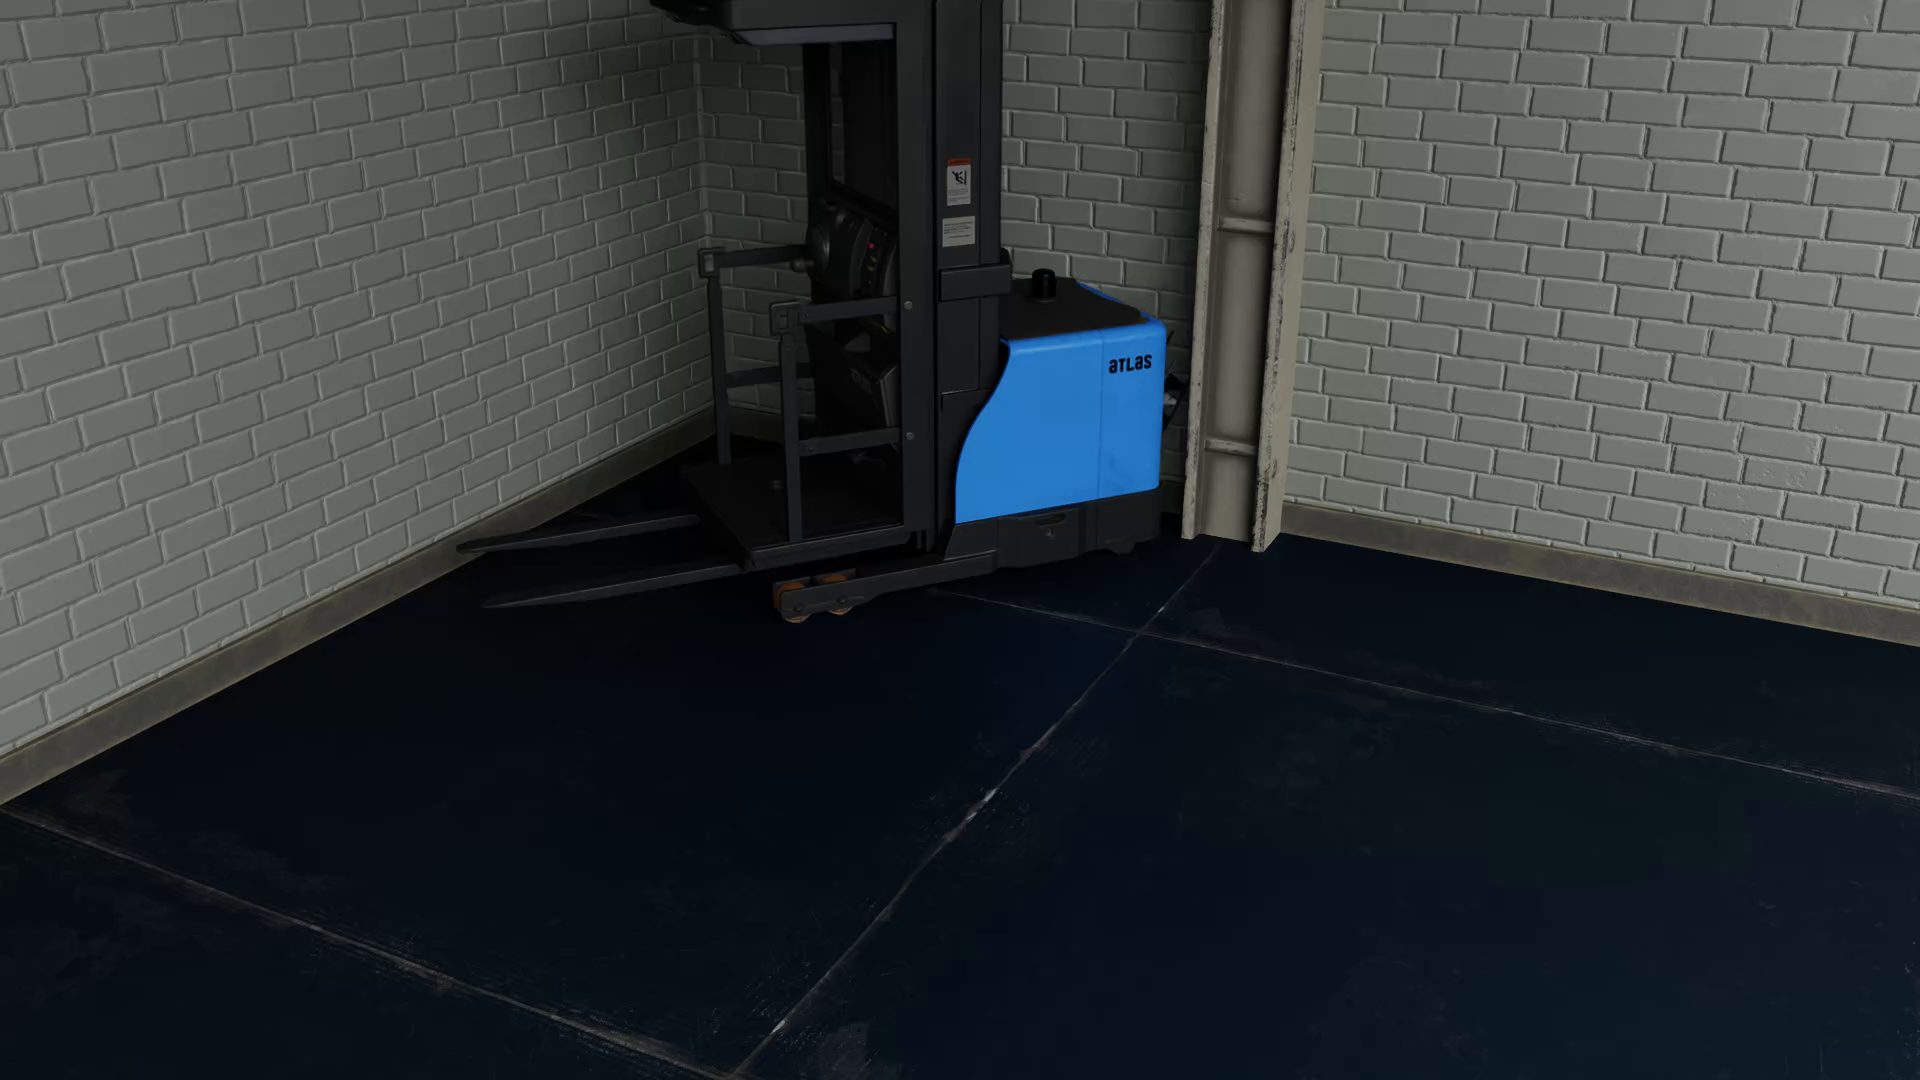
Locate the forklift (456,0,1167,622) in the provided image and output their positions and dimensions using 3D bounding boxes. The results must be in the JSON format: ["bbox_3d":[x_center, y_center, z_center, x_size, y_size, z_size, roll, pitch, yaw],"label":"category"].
[{"bbox_3d":[-0.642,-1.240,6.921,3.031,2.935,1.130,-10,25,-22],"label":"forklift"}]

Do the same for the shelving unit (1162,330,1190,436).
[{"bbox_3d":[0.814,-0.545,7.830,0.258,0.900,0.210,-13,47,-46],"label":"shelving unit"}]

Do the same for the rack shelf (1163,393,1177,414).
[{"bbox_3d":[0.868,-0.659,7.755,0.258,0.077,0.200,-13,47,-46],"label":"rack shelf"}]

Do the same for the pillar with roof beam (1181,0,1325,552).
[{"bbox_3d":[-0.666,-2.668,2.526,0.400,9.000,9.100,11,25,25],"label":"pillar with roof beam"}]

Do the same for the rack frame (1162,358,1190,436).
[{"bbox_3d":[0.879,-0.483,7.782,0.240,0.900,0.006,-13,47,-46],"label":"rack frame"}]

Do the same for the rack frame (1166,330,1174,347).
[{"bbox_3d":[0.750,-0.607,7.878,0.240,0.900,0.006,-13,47,-46],"label":"rack frame"}]

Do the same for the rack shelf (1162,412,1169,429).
[{"bbox_3d":[0.835,-0.589,7.801,0.258,0.077,0.200,-13,47,-46],"label":"rack shelf"}]

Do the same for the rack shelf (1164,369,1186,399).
[{"bbox_3d":[0.901,-0.728,7.708,0.258,0.077,0.200,-13,47,-46],"label":"rack shelf"}]
